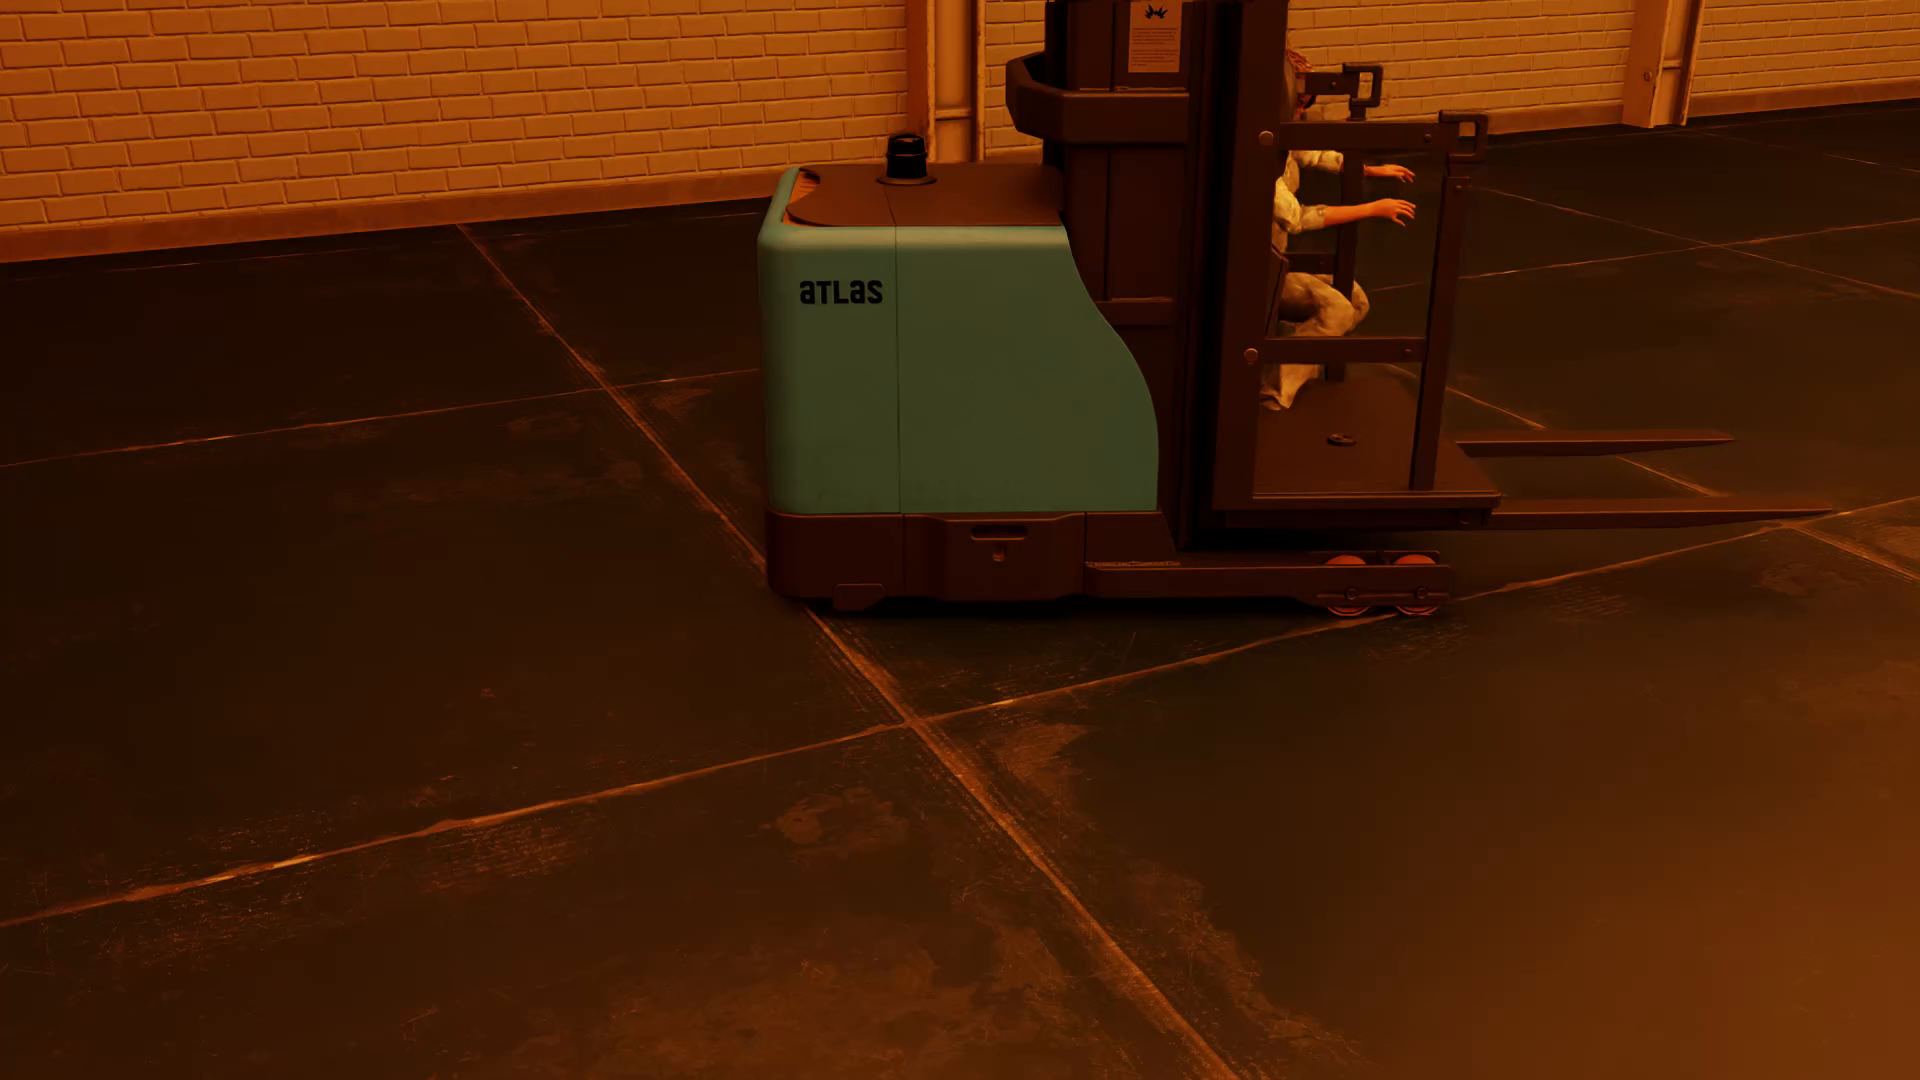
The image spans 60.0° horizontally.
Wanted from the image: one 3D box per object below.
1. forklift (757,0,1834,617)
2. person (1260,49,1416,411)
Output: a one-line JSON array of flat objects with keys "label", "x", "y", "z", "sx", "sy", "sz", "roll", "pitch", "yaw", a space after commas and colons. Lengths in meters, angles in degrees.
[{"label": "forklift", "x": 0.968, "y": -1.345, "z": 4.524, "sx": 3.031, "sy": 2.935, "sz": 1.130, "roll": -1, "pitch": 23, "yaw": -2}, {"label": "person", "x": 1.111, "y": -0.863, "z": 5.359, "sx": 0.685, "sy": 1.345, "sz": 0.847, "roll": 11, "pitch": 25, "yaw": 24}]
